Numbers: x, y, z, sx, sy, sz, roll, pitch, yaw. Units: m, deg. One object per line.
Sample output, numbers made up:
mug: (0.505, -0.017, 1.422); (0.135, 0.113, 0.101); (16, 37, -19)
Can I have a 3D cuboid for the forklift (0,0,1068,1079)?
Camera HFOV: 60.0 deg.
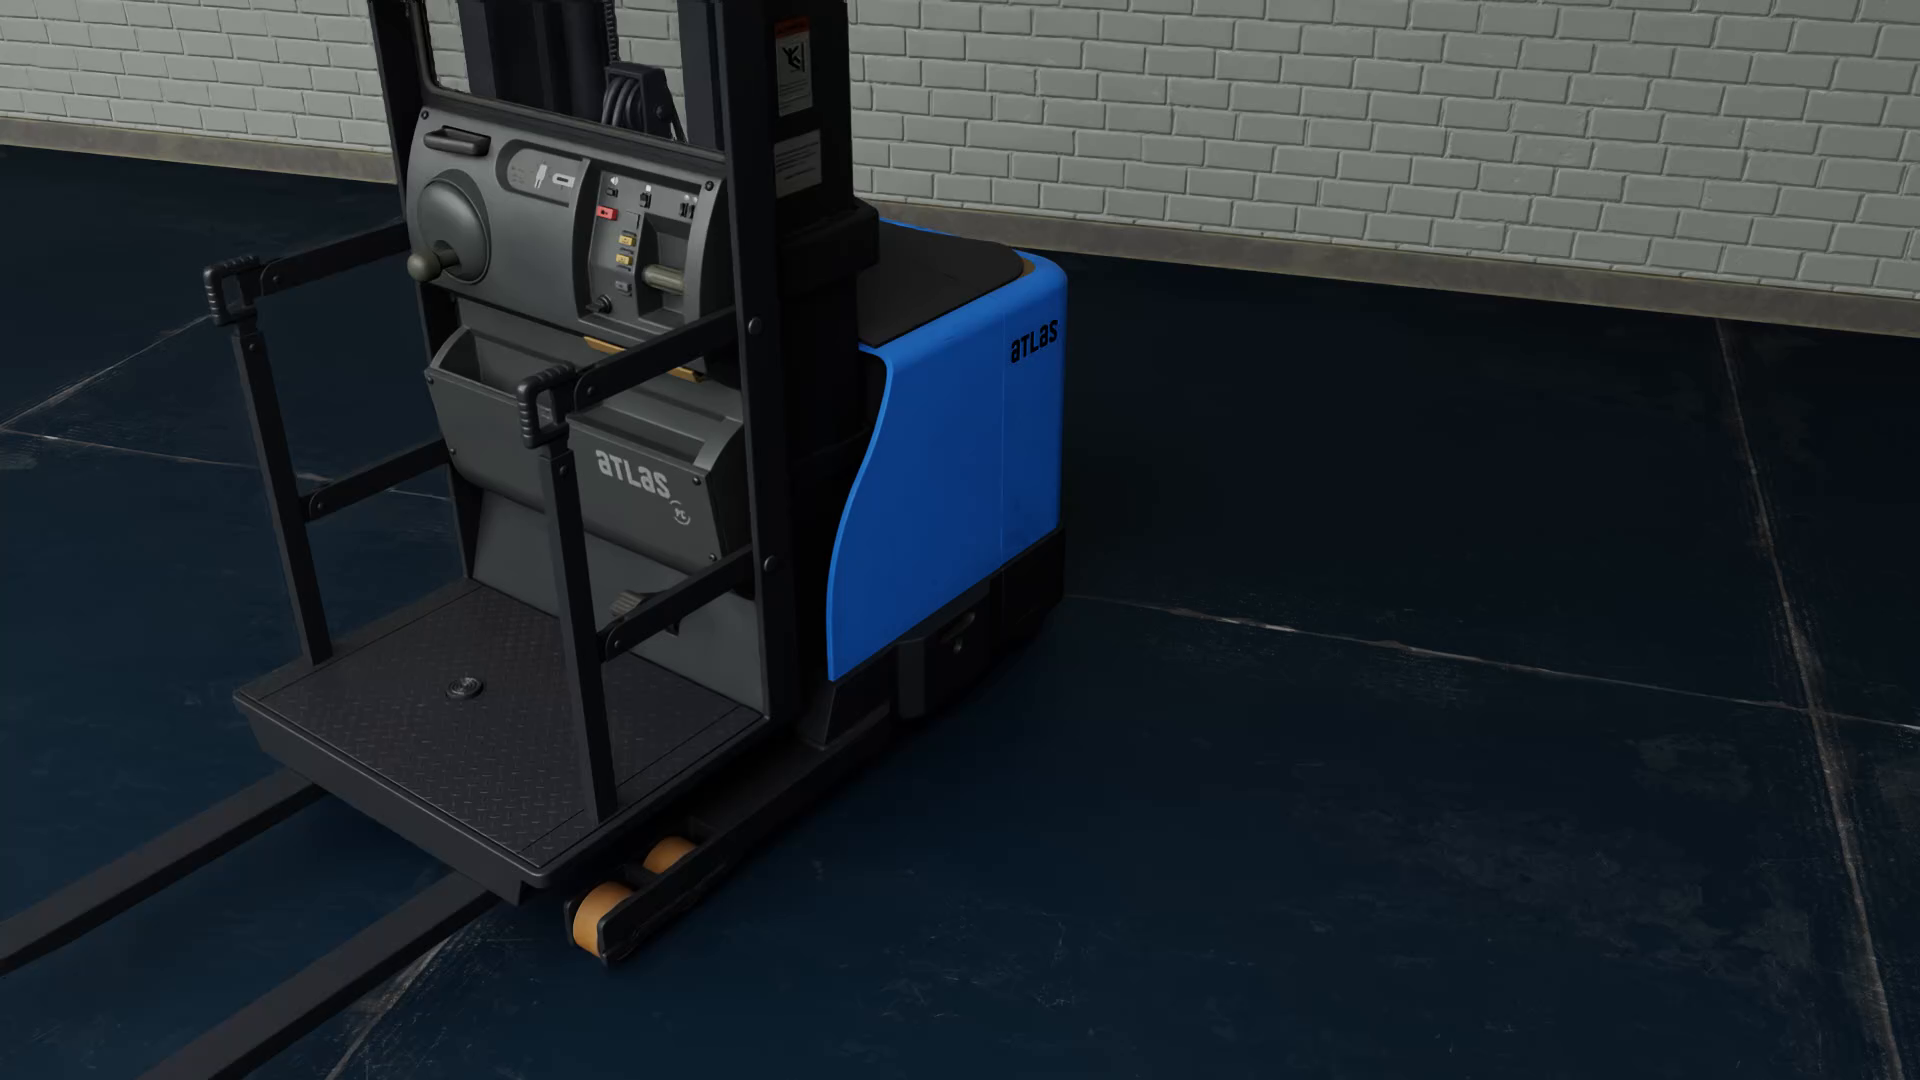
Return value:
forklift: (-0.985, -0.639, 3.384); (1.130, 2.935, 3.031); (20, 35, 31)
